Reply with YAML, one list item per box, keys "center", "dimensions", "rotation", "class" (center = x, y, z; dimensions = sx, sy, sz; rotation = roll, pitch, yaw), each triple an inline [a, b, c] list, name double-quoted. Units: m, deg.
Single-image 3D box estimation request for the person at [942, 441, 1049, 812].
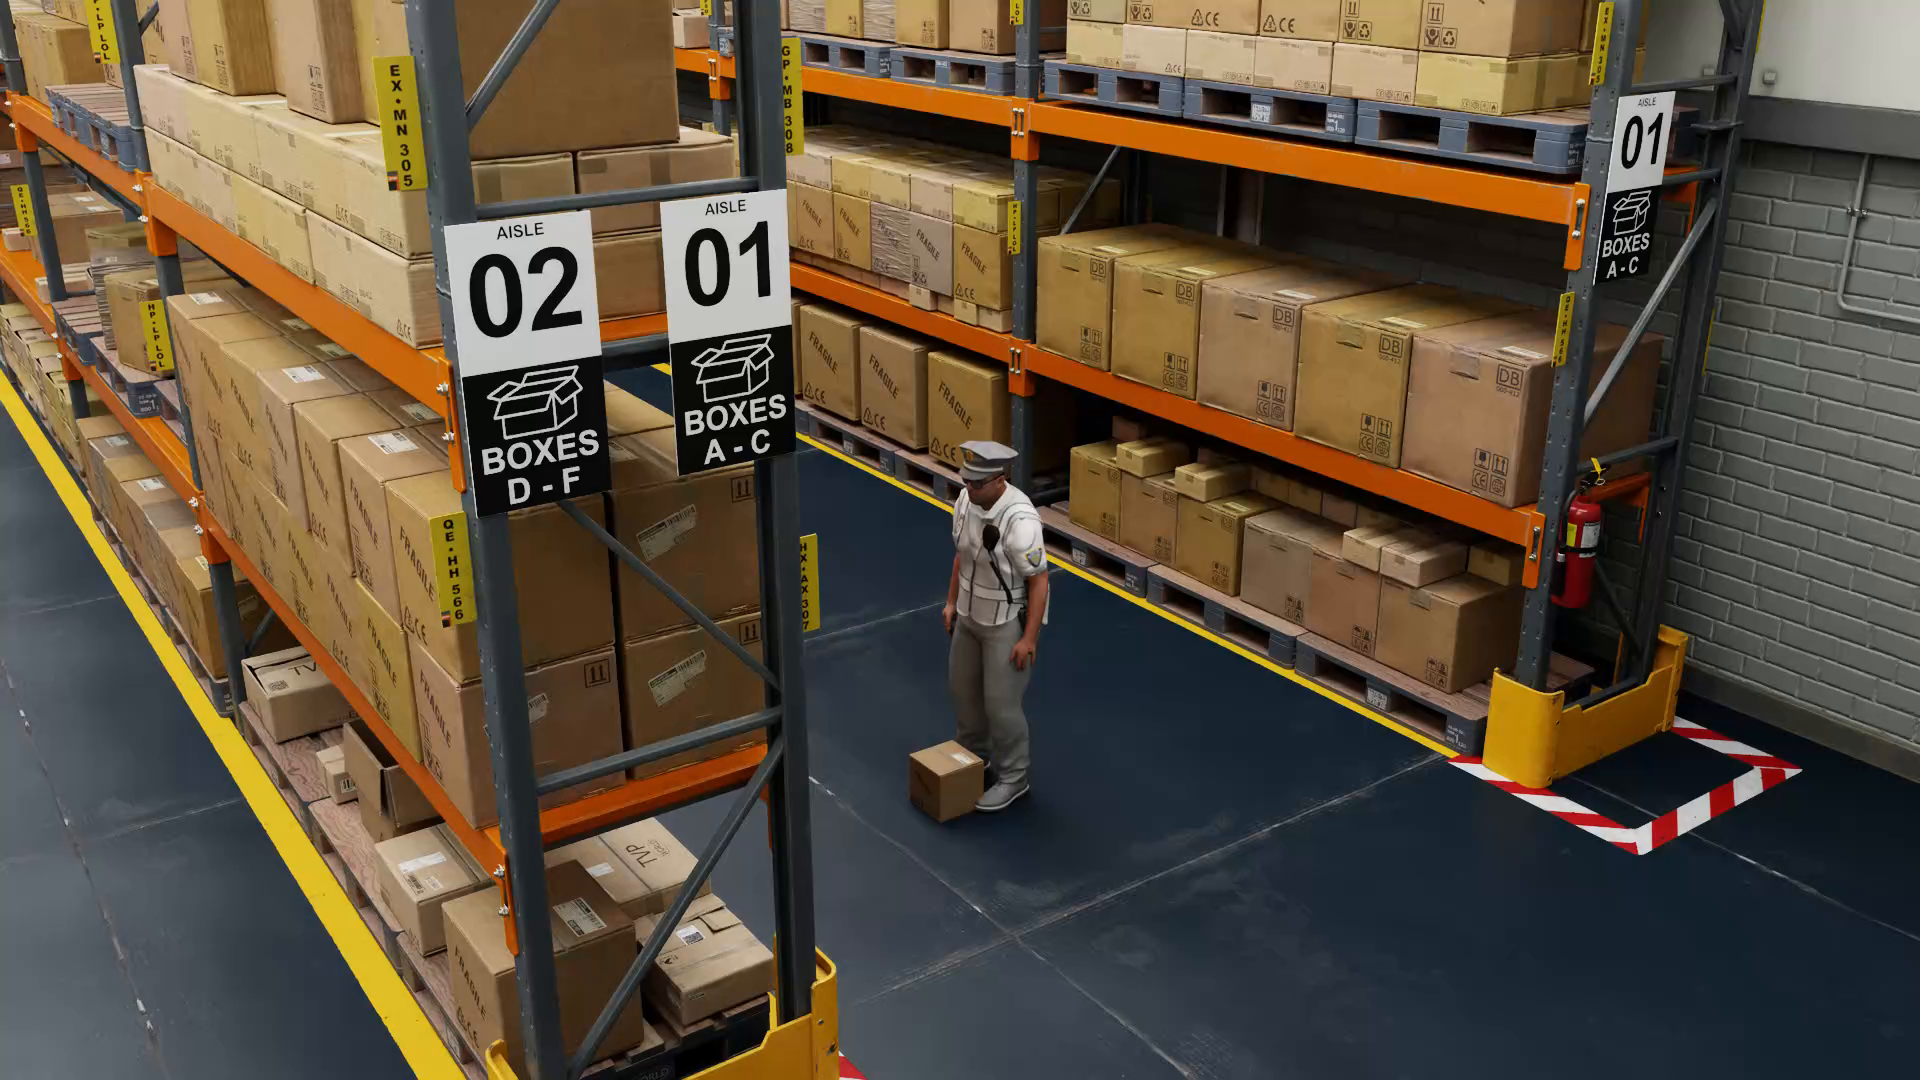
- center: [0.161, 0.365, 7.632]
  dimensions: [0.436, 1.748, 0.606]
  rotation: [-16, 27, -36]
  class: "person"
